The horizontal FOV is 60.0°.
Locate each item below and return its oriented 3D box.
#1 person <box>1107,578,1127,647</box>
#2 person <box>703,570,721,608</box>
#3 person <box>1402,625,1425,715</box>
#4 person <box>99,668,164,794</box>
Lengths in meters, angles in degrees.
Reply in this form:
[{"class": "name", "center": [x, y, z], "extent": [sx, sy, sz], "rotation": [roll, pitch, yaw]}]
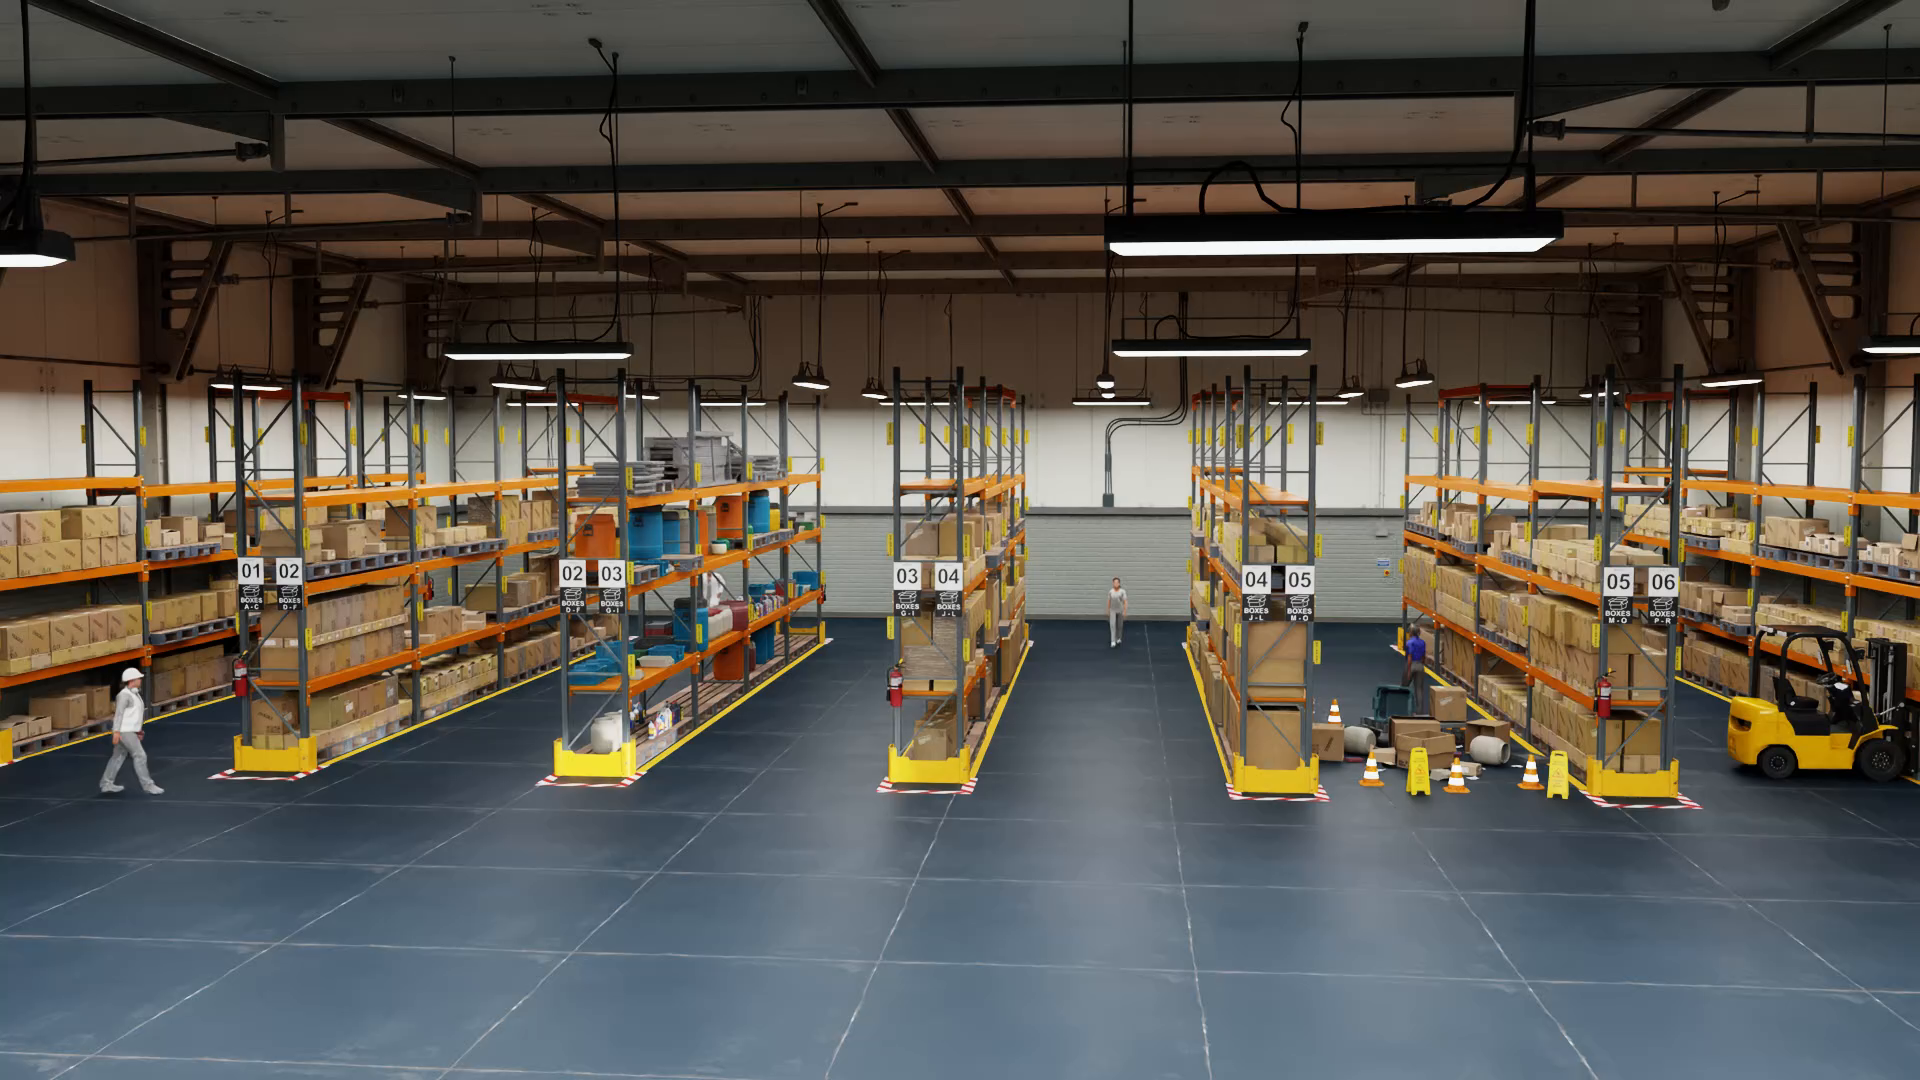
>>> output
[{"class": "person", "center": [3.749, 1.713, 39.721], "extent": [0.480, 1.604, 1.064], "rotation": [0, 4, 6]}, {"class": "person", "center": [-6.497, 1.474, 43.413], "extent": [0.670, 1.683, 0.660], "rotation": [1, 4, 13]}, {"class": "person", "center": [8.099, 2.364, 29.619], "extent": [0.451, 1.696, 0.612], "rotation": [0, 4, -5]}, {"class": "person", "center": [-11.649, 2.673, 23.360], "extent": [0.850, 1.755, 0.574], "rotation": [-1, 4, -18]}]
